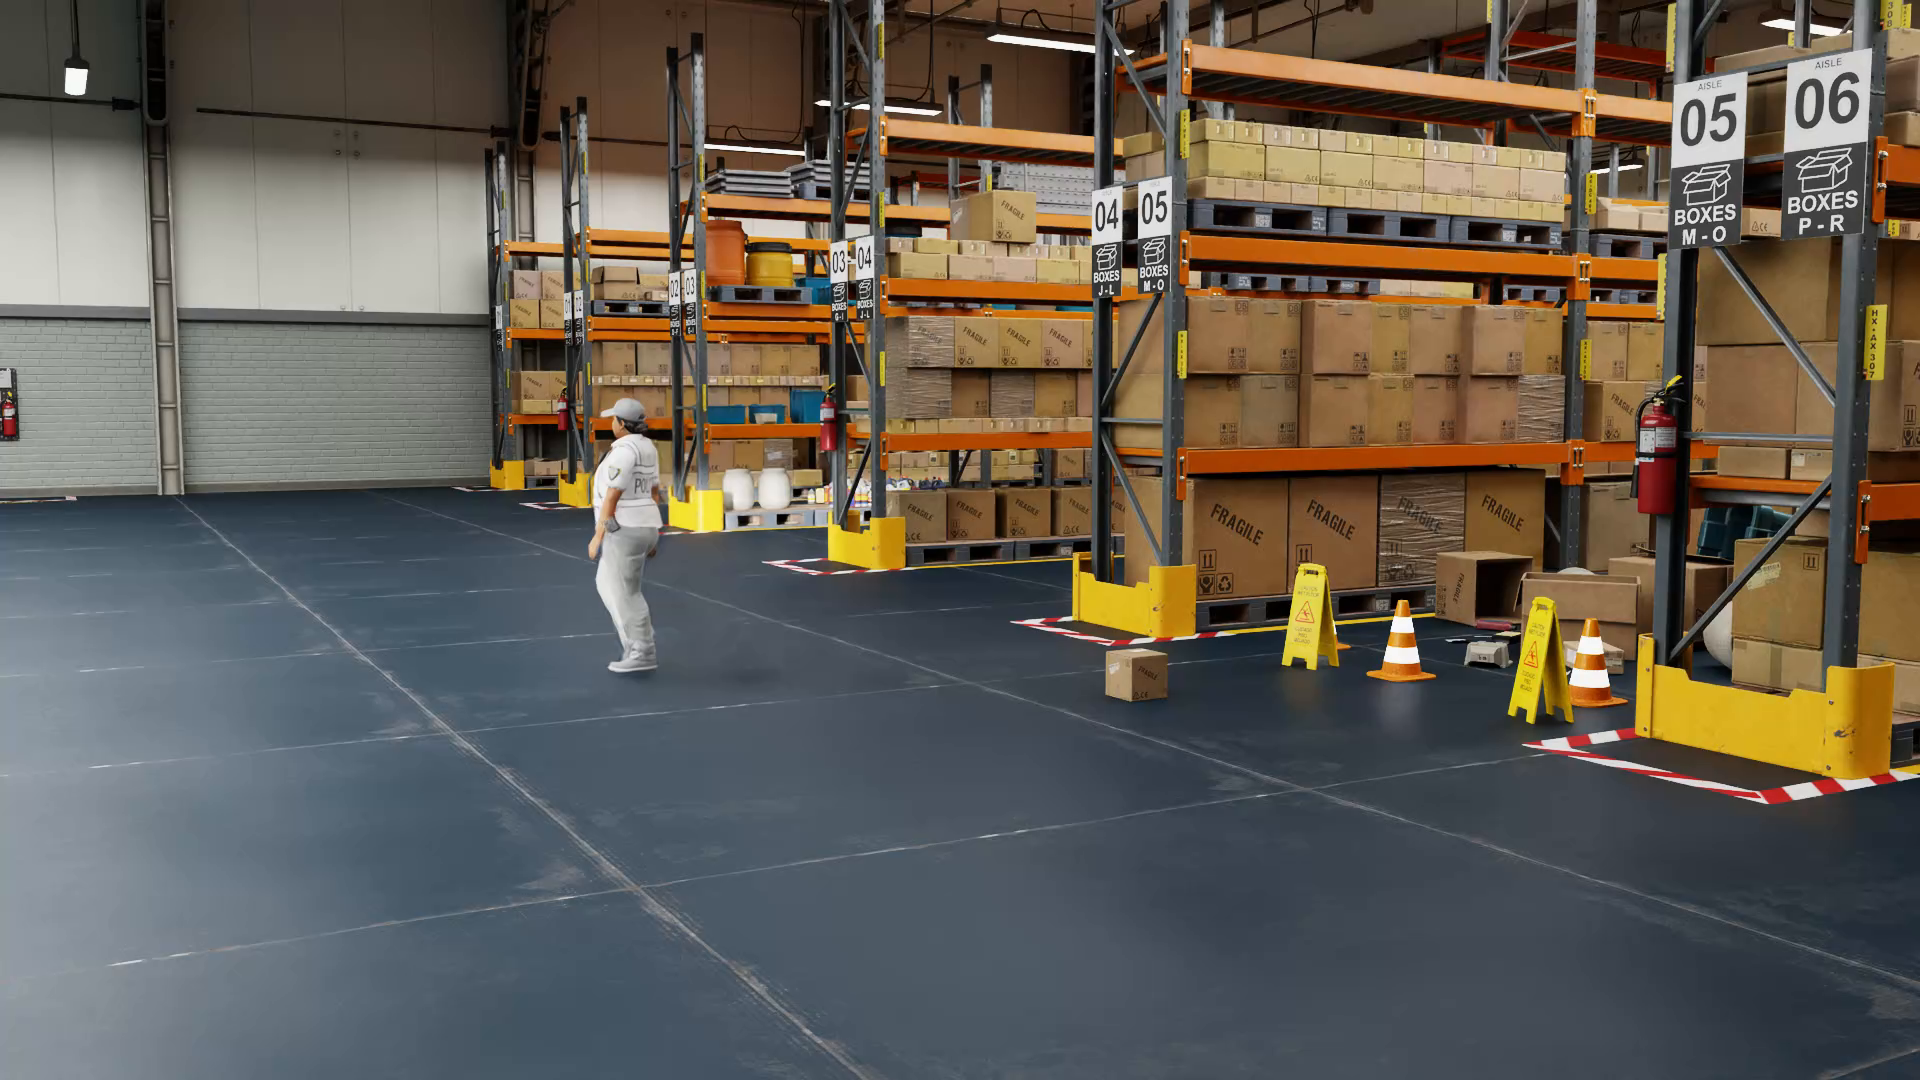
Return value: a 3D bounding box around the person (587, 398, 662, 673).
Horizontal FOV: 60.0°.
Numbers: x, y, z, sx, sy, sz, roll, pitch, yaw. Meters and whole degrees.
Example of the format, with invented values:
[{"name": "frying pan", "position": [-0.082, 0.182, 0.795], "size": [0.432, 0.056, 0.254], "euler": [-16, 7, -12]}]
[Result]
[{"name": "person", "position": [-2.052, -0.006, 10.079], "size": [0.462, 1.707, 0.476], "euler": [1, 5, 9]}]
